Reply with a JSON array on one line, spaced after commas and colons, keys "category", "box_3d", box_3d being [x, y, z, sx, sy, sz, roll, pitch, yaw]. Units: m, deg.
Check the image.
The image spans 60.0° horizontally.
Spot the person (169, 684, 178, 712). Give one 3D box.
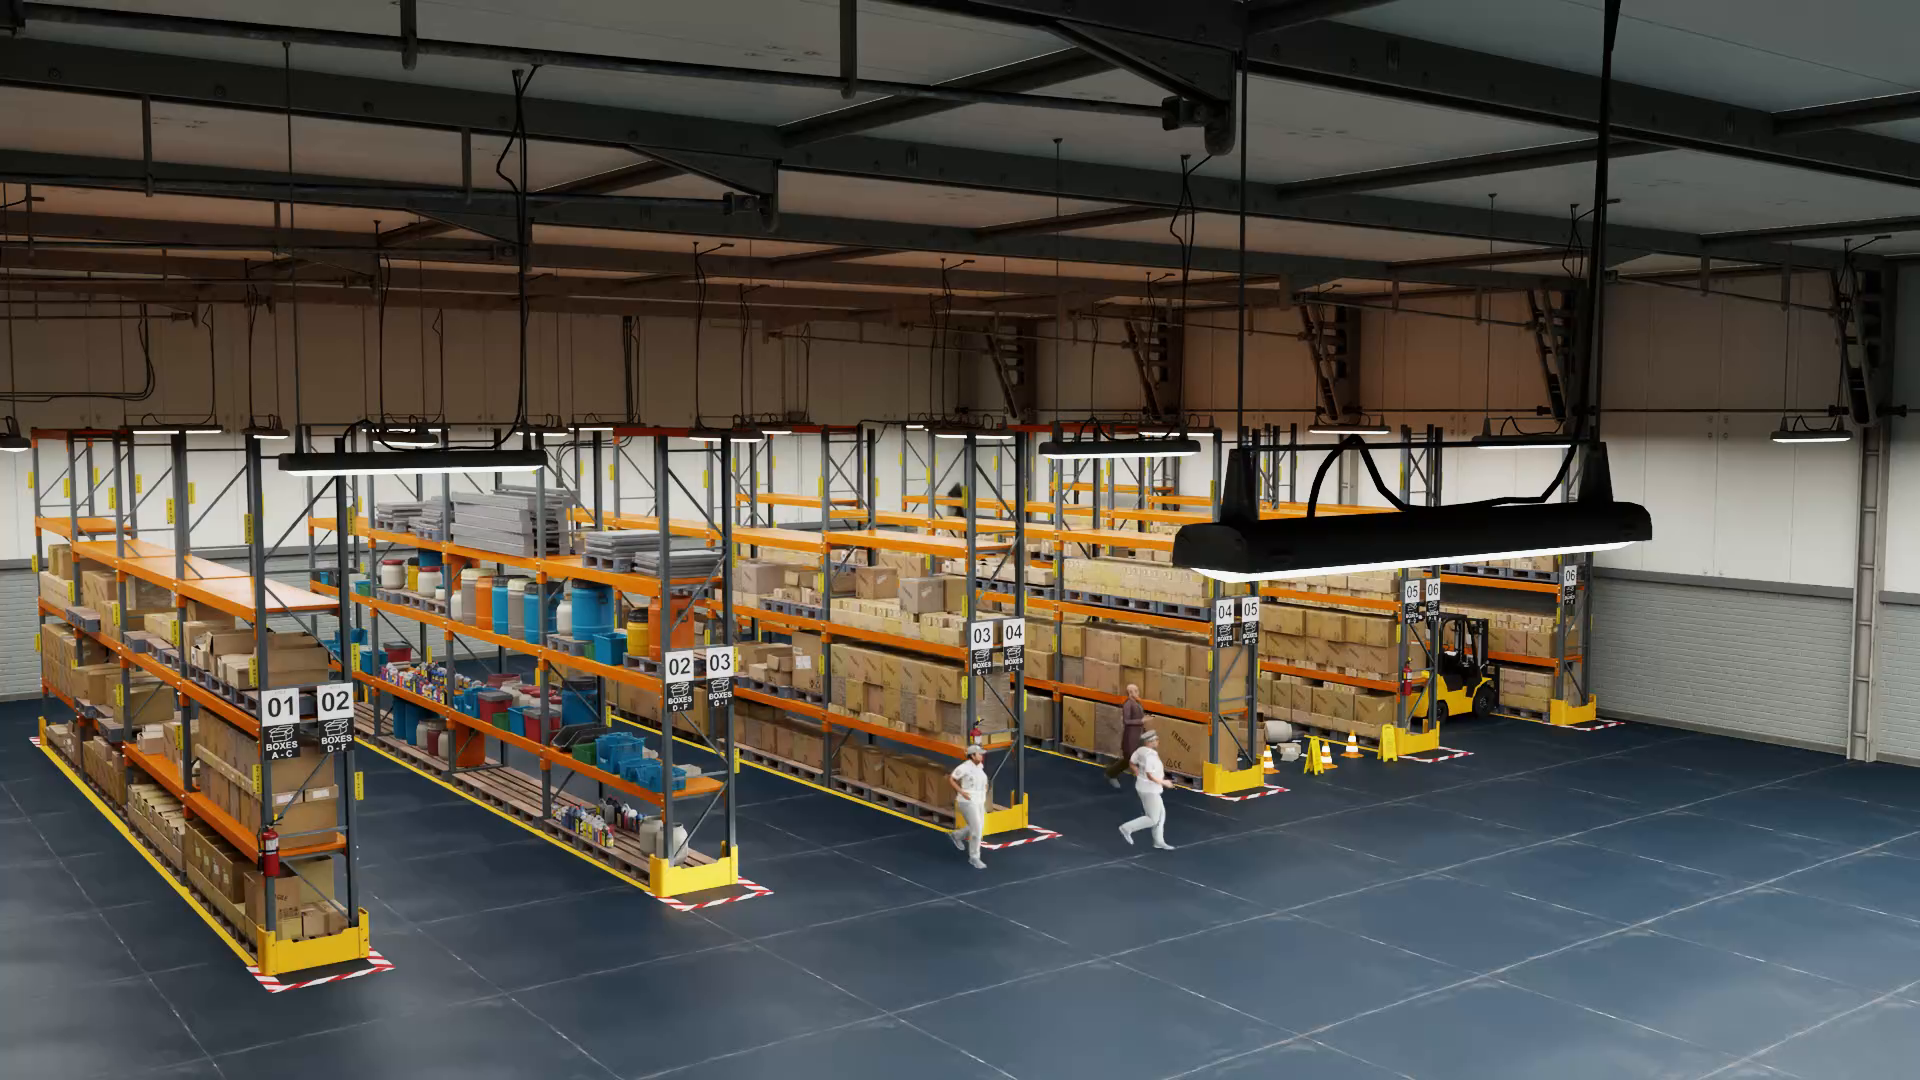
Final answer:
[{"category": "person", "box_3d": [-15.824, 2.952, 32.920, 0.641, 1.637, 0.609, 0, 4, 1]}]

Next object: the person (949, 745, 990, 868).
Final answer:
[{"category": "person", "box_3d": [0.171, 3.703, 23.413, 0.850, 1.647, 0.635, 3, 6, 36]}]

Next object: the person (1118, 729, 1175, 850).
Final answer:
[{"category": "person", "box_3d": [2.669, 3.598, 23.866, 0.856, 1.776, 0.642, -1, 5, -9]}]

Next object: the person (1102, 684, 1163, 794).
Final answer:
[{"category": "person", "box_3d": [2.844, 3.266, 27.404, 1.036, 1.791, 0.707, 2, 5, 29]}]
